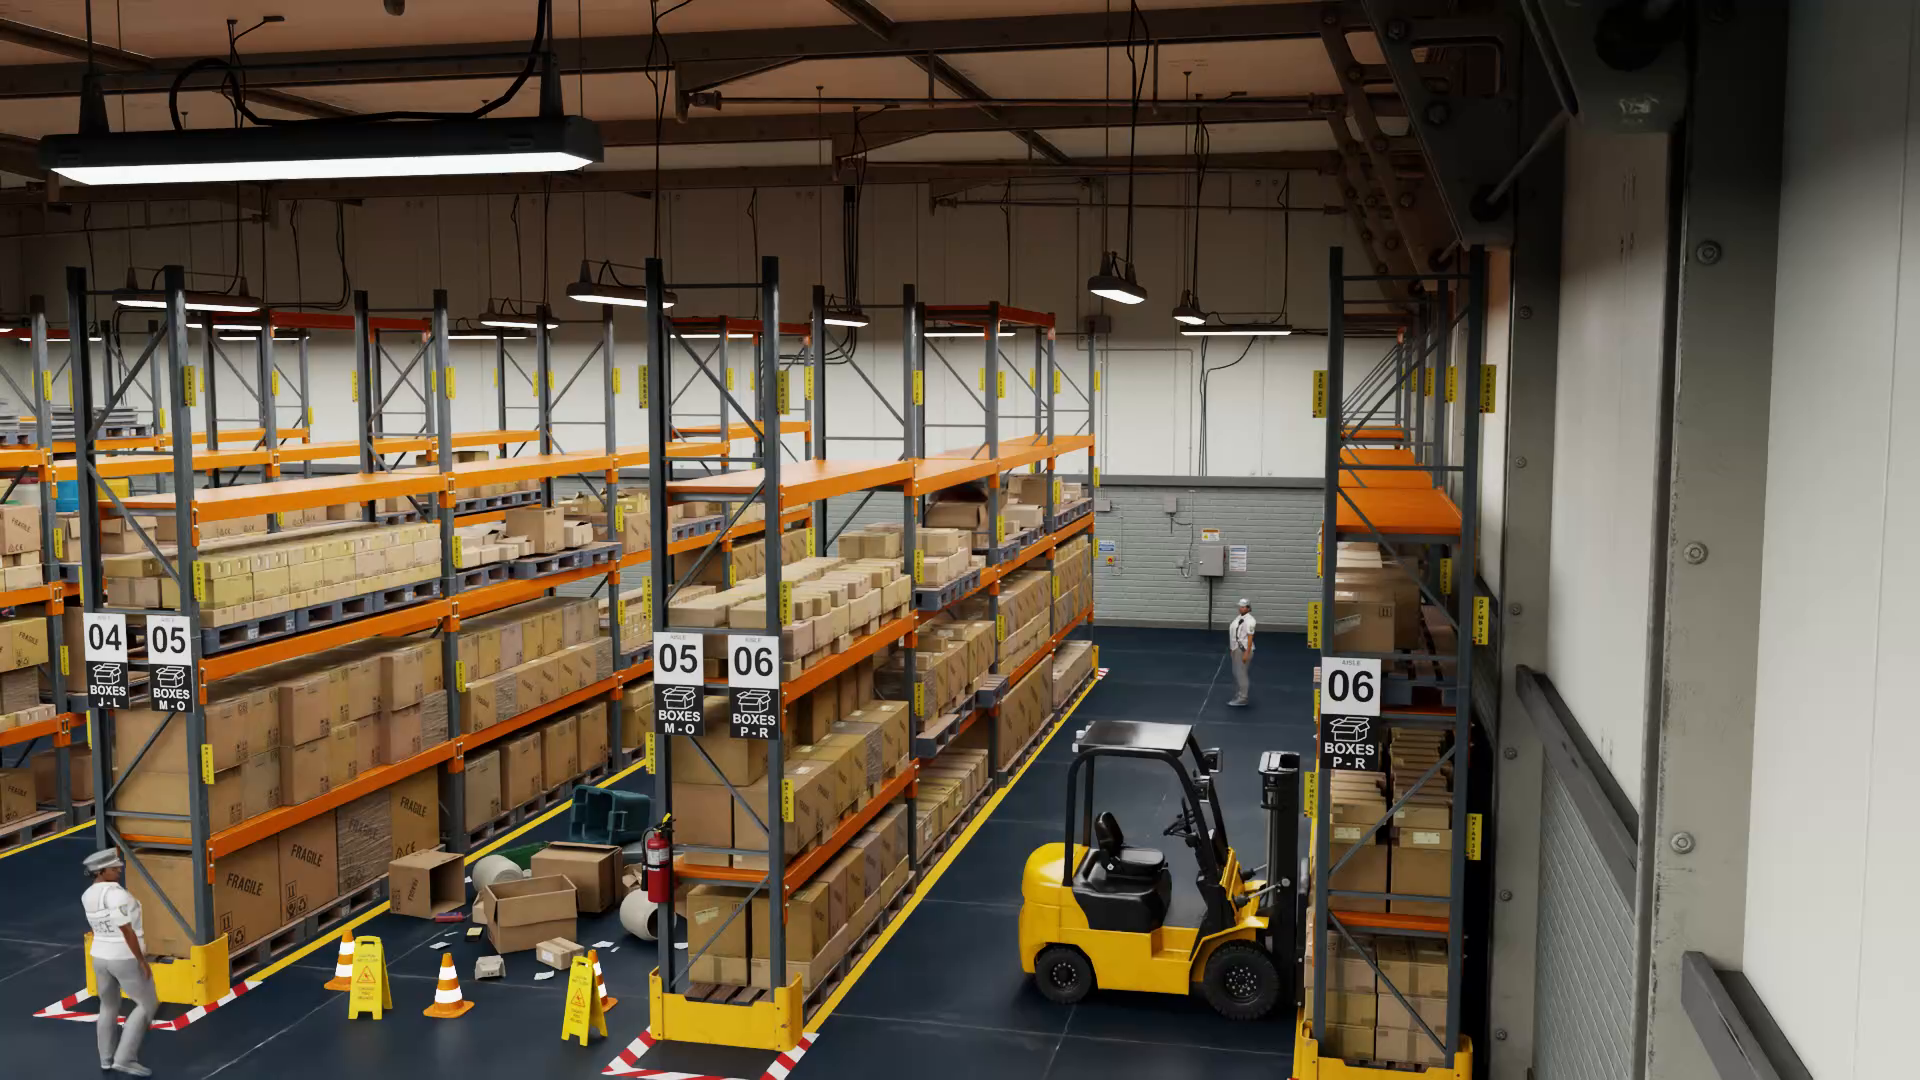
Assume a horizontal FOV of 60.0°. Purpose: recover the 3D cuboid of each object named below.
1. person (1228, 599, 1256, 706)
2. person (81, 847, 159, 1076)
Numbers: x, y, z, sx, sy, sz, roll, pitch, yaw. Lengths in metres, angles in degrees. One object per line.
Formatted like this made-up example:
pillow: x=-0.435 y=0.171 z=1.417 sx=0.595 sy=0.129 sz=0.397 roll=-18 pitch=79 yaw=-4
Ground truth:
person: x=4.372 y=1.754 z=25.799 sx=0.401 sy=1.698 sz=0.562 roll=0 pitch=6 yaw=1
person: x=-6.193 y=3.104 z=12.228 sx=0.580 sy=1.704 sz=0.371 roll=3 pitch=6 yaw=24
